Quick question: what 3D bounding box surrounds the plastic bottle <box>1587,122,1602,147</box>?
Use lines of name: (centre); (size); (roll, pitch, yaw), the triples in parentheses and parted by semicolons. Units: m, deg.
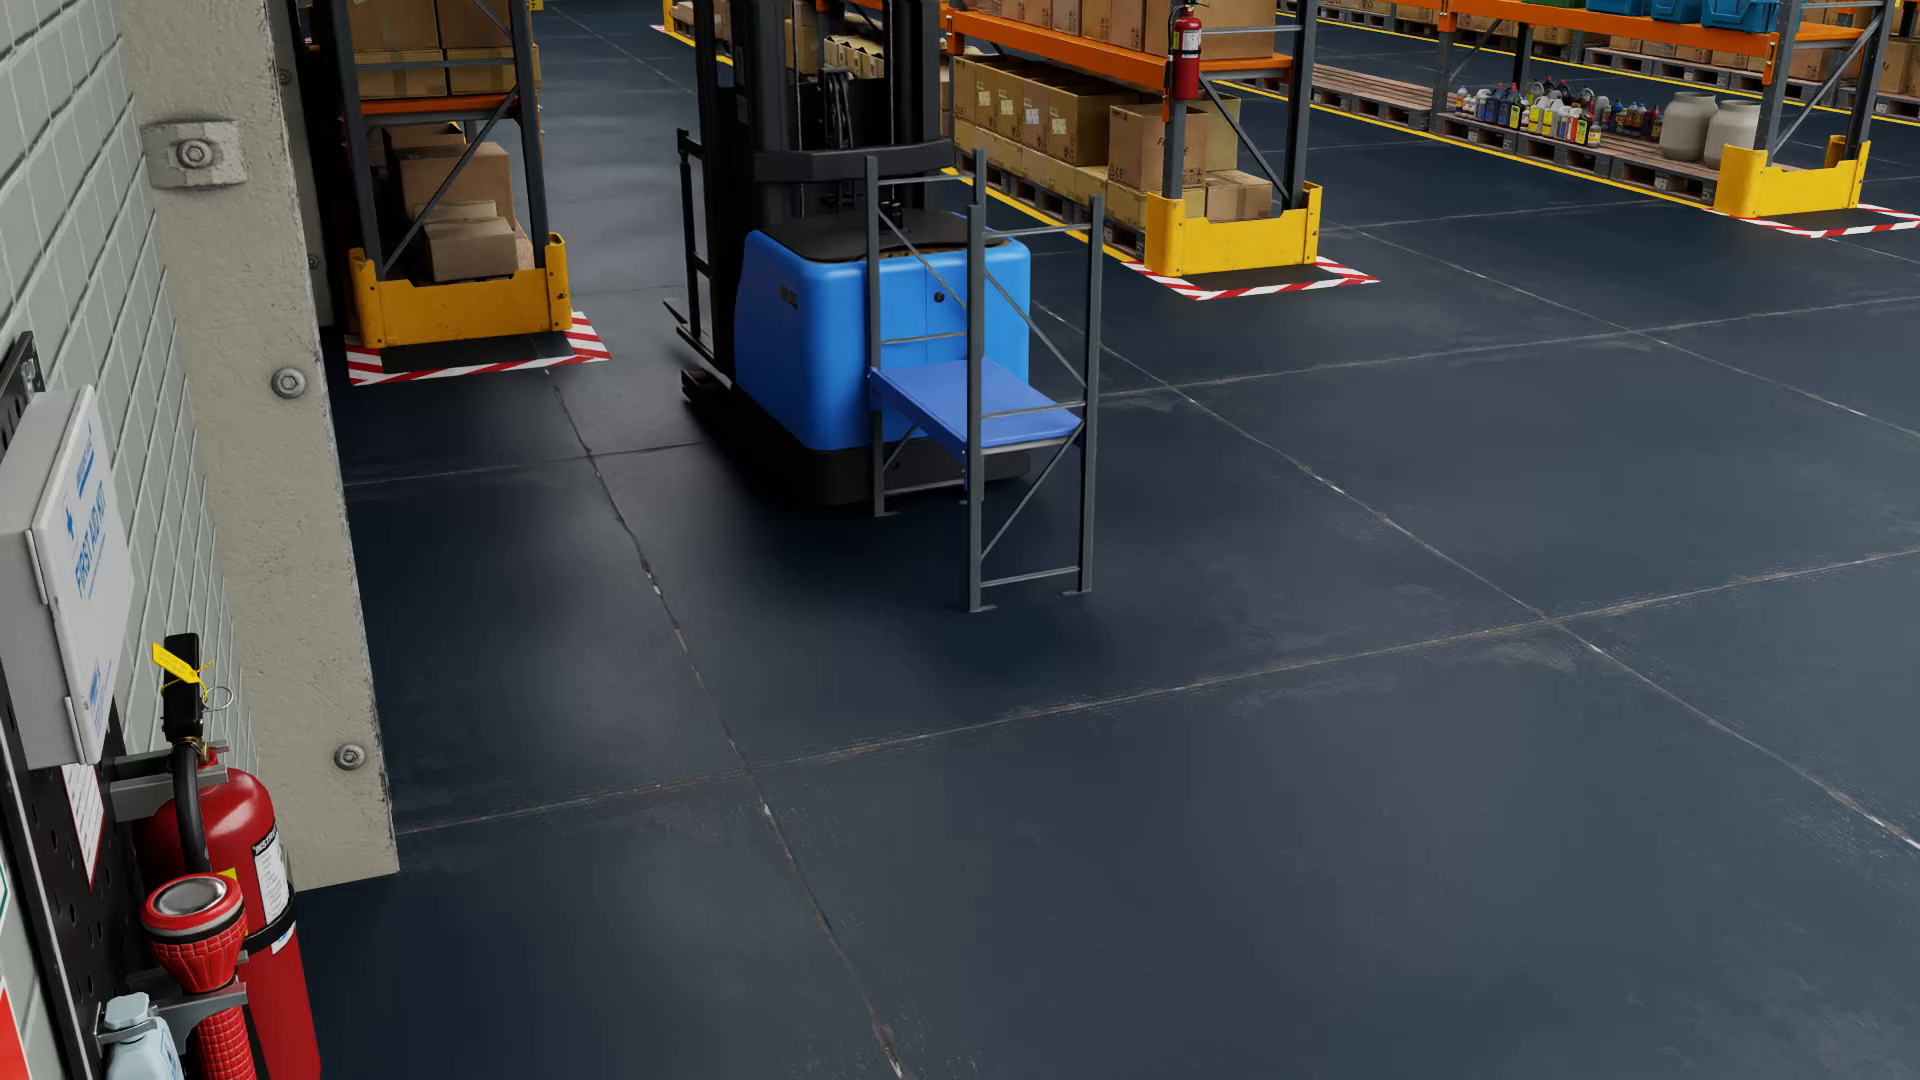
plastic bottle: (5.383, -3.441, 14.106); (0.097, 0.201, 0.097); (0, 23, 0)

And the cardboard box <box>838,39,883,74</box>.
cardboard box: (-0.915, -4.914, 16.841); (0.500, 0.311, 0.500); (-9, 24, -20)

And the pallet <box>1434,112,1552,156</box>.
pallet: (5.228, -3.839, 15.604); (1.003, 0.211, 1.213); (-8, 24, -19)

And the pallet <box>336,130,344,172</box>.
pallet: (-4.950, -3.457, 14.696); (1.003, 0.211, 1.213); (-8, 24, -19)

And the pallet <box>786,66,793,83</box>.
pallet: (-1.675, -5.583, 19.742); (1.003, 0.211, 1.213); (-8, 24, -19)

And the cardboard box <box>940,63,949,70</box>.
cardboard box: (-0.207, -4.177, 15.092); (0.500, 0.311, 0.500); (-8, 24, -18)

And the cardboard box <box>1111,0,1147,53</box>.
cardboard box: (1.464, -3.650, 11.436); (0.700, 0.500, 0.500); (-8, 24, -18)

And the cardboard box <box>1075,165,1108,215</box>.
cardboard box: (1.153, -2.503, 11.843); (0.500, 0.250, 0.500); (-8, 24, -19)

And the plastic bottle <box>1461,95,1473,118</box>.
plastic bottle: (4.768, -4.075, 15.608); (0.097, 0.201, 0.097); (0, 23, 0)

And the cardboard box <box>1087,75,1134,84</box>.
cardboard box: (1.298, -3.285, 12.733); (0.500, 0.500, 0.500); (-8, 24, -19)

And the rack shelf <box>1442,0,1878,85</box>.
rack shelf: (5.736, -4.316, 14.071); (1.077, 0.370, 4.000); (-8, 24, -19)

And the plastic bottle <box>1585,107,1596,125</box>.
plastic bottle: (5.419, -3.589, 14.351); (0.061, 0.283, 0.133); (-8, 24, -19)

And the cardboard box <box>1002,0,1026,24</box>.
cardboard box: (0.749, -4.391, 13.194); (0.700, 0.500, 0.500); (-9, 24, -20)

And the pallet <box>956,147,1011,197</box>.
pallet: (0.636, -3.116, 13.888); (1.003, 0.211, 1.213); (-8, 24, -19)

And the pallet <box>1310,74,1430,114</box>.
pallet: (4.281, -4.813, 17.915); (1.003, 0.211, 1.213); (-8, 24, -19)

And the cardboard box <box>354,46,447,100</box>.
cardboard box: (-3.172, -2.645, 9.347); (0.500, 0.250, 0.500); (-8, 24, -18)

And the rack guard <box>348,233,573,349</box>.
rack guard: (-2.853, -1.437, 9.533); (1.175, 0.500, 0.348); (-8, 24, -19)

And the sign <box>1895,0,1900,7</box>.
sign: (6.959, -4.122, 12.329); (0.100, 0.325, 0.005); (-8, 24, -19)

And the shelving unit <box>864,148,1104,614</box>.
shelving unit: (0.063, -0.642, 6.360); (0.538, 1.500, 1.048); (-9, 25, -21)

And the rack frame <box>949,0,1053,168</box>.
rack frame: (0.394, -4.696, 14.046); (1.000, 3.000, 0.127); (-8, 24, -19)

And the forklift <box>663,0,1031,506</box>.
forklift: (-0.754, -2.030, 7.810); (1.130, 2.935, 3.031); (-10, 25, -22)

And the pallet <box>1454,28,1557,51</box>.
pallet: (7.615, -6.962, 23.012); (1.003, 0.211, 1.213); (-8, 24, -19)

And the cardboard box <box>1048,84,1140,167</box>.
cardboard box: (0.972, -3.030, 12.127); (0.500, 0.500, 0.500); (-8, 24, -19)

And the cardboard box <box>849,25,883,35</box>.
cardboard box: (-0.913, -5.405, 18.380); (0.500, 0.500, 0.500); (-7, 24, -17)

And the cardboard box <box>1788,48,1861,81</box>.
cardboard box: (9.466, -5.331, 18.204); (0.700, 0.500, 0.500); (-10, 25, -23)

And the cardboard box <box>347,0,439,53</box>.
cardboard box: (-3.191, -2.989, 9.199); (0.500, 0.500, 0.500); (-9, 24, -20)

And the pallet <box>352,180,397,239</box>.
pallet: (-3.969, -2.491, 12.404); (1.003, 0.211, 1.213); (-8, 24, -19)

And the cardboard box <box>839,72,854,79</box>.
cardboard box: (-0.930, -4.663, 16.967); (0.500, 0.250, 0.500); (-9, 24, -20)

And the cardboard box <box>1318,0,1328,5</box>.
cardboard box: (6.046, -9.076, 26.633); (0.875, 0.875, 0.875); (-8, 24, -19)

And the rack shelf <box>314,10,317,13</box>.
rack shelf: (-6.359, -5.863, 17.742); (1.077, 0.370, 4.000); (-8, 24, -19)

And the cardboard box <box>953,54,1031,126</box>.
cardboard box: (0.265, -3.756, 13.851); (0.500, 0.500, 0.500); (-8, 24, -19)

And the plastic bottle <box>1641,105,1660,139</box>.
plastic bottle: (6.031, -3.658, 14.515); (0.061, 0.283, 0.133); (-8, 24, -18)

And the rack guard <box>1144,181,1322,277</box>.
rack guard: (1.816, -2.082, 11.062); (1.175, 0.500, 0.348); (-8, 24, -19)

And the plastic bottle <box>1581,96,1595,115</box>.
plastic bottle: (5.663, -3.869, 15.016); (0.061, 0.283, 0.133); (-8, 24, -19)

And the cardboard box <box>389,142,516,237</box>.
cardboard box: (-3.400, -2.357, 11.148); (0.700, 0.500, 0.500); (-10, 25, -22)

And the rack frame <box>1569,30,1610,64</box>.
rack frame: (8.250, -7.507, 20.716); (1.000, 3.000, 0.127); (-8, 24, -19)

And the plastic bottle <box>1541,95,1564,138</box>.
plastic bottle: (5.209, -3.715, 14.564); (0.144, 0.351, 0.185); (-7, 24, -17)

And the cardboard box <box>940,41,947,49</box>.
cardboard box: (-0.238, -4.806, 16.585); (0.500, 0.311, 0.500); (-9, 24, -19)

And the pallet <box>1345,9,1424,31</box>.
pallet: (6.641, -7.963, 25.387); (1.003, 0.211, 1.213); (-8, 24, -19)

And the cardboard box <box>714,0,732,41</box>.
cardboard box: (-2.899, -6.822, 21.742); (0.500, 0.500, 0.500); (-8, 24, -19)

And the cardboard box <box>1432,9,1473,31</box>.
cardboard box: (7.398, -7.621, 23.180); (1.225, 0.875, 0.875); (-9, 25, -21)

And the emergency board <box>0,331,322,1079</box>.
emergency board: (-0.926, 0.386, 1.988); (0.194, 1.169, 0.643); (-8, 24, -19)

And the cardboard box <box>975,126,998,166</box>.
cardboard box: (0.446, -3.230, 13.567); (0.500, 0.250, 0.500); (-8, 24, -19)

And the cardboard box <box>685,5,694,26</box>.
cardboard box: (-3.565, -7.392, 23.416); (0.500, 0.250, 0.500); (-8, 24, -19)

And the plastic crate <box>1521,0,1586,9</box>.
plastic crate: (5.245, -4.745, 14.434); (0.450, 0.188, 0.662); (-8, 24, -19)

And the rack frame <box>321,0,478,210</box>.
rack frame: (-4.239, -4.015, 12.430); (1.000, 3.000, 0.127); (-8, 24, -19)

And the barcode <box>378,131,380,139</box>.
barcode: (-4.273, -2.984, 12.224); (0.001, 0.075, 0.075); (-8, 24, -19)

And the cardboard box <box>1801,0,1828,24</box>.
cardboard box: (12.269, -7.585, 23.578); (0.500, 0.500, 0.500); (-7, 24, -17)

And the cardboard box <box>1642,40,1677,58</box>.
cardboard box: (8.713, -6.117, 20.071); (0.700, 0.500, 0.500); (-10, 25, -23)

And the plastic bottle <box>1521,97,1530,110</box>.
plastic bottle: (5.080, -3.853, 14.991); (0.097, 0.271, 0.097); (0, 23, 0)

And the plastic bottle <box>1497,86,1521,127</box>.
plastic bottle: (4.993, -3.937, 15.091); (0.144, 0.351, 0.185); (-9, 25, -21)

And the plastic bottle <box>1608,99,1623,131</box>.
plastic bottle: (5.865, -3.802, 14.872); (0.097, 0.271, 0.097); (0, 23, 0)

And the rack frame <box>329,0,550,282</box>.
rack frame: (-2.826, -2.561, 8.982); (1.000, 3.000, 0.127); (-8, 24, -19)

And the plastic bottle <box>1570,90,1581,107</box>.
plastic bottle: (5.691, -4.007, 15.344); (0.061, 0.283, 0.133); (-7, 24, -15)

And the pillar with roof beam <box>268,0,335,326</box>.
pillar with roof beam: (0.145, -6.052, 9.540); (9.100, 9.000, 0.400); (-8, 24, -19)
